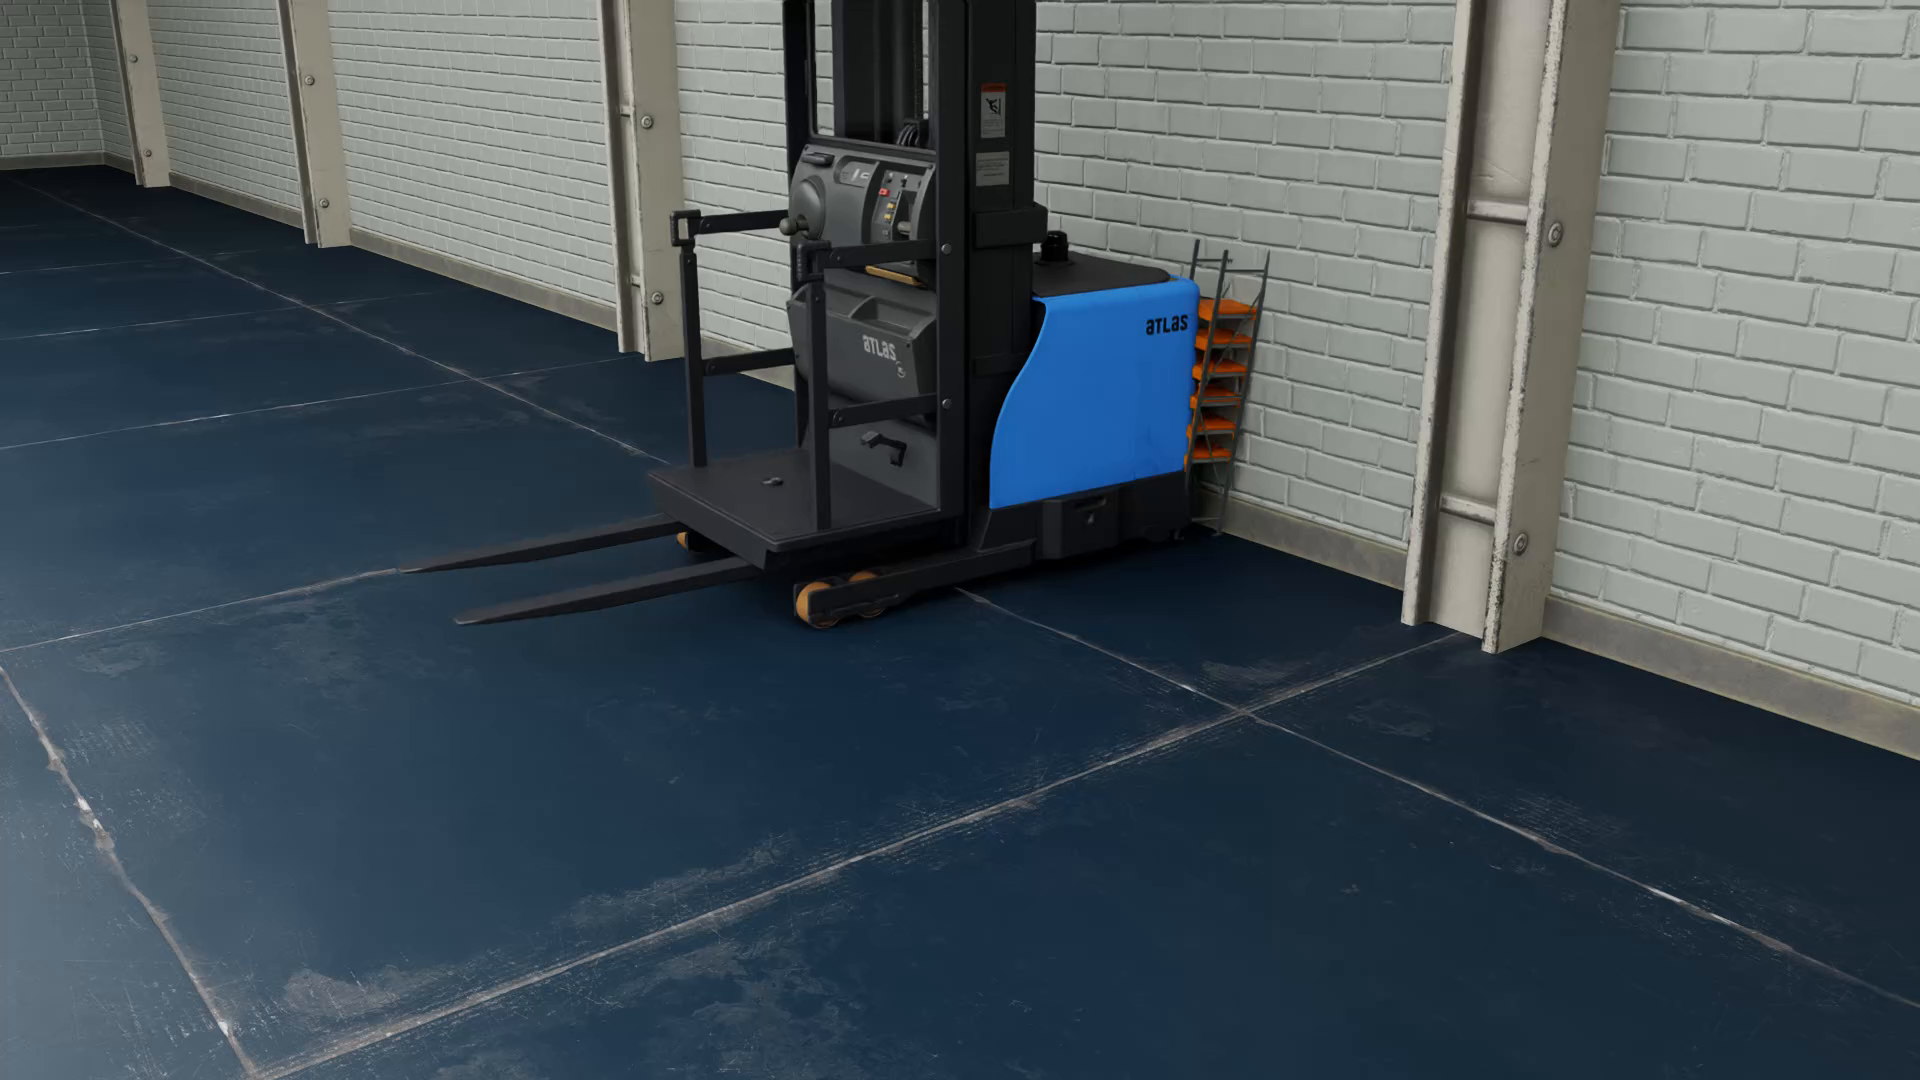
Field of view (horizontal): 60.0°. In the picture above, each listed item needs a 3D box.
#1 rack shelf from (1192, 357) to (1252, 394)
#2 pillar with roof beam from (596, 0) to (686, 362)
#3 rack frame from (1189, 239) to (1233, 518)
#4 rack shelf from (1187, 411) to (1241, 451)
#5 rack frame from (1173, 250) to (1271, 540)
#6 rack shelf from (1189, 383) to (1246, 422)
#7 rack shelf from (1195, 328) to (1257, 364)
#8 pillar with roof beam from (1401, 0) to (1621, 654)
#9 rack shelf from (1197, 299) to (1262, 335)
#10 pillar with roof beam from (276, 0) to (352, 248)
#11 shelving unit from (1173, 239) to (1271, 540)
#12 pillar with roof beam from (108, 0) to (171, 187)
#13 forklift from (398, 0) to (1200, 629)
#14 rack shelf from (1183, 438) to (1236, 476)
[{"bbox_3d":[1.014,-0.670,6.704,0.258,0.103,0.180,-5,24,-29],"label":"rack shelf"},{"bbox_3d":[-5.275,-4.598,6.434,9.100,9.000,0.400,-14,23,-36],"label":"pillar with roof beam"},{"bbox_3d":[0.961,-0.633,6.804,0.240,1.200,0.006,-5,24,-29],"label":"rack frame"},{"bbox_3d":[0.986,-0.447,6.789,0.258,0.103,0.180,-5,24,-29],"label":"rack shelf"},{"bbox_3d":[1.049,-0.567,6.658,0.240,1.200,0.006,-5,24,-29],"label":"rack frame"},{"bbox_3d":[1.000,-0.559,6.747,0.258,0.103,0.180,-5,24,-29],"label":"rack shelf"},{"bbox_3d":[1.028,-0.782,6.662,0.258,0.103,0.180,-5,24,-29],"label":"rack shelf"},{"bbox_3d":[-1.550,-3.120,1.969,9.100,9.000,0.400,-14,23,-36],"label":"pillar with roof beam"},{"bbox_3d":[1.041,-0.893,6.620,0.258,0.103,0.180,-5,24,-29],"label":"rack shelf"},{"bbox_3d":[-9.001,-6.077,10.899,9.100,9.000,0.400,-14,23,-36],"label":"pillar with roof beam"},{"bbox_3d":[1.005,-0.600,6.731,0.258,1.200,0.189,-5,24,-29],"label":"shelving unit"},{"bbox_3d":[-12.726,-7.555,15.364,9.100,9.000,0.400,-14,23,-36],"label":"pillar with roof beam"},{"bbox_3d":[-0.543,-1.263,6.015,3.031,2.935,1.130,-12,22,-32],"label":"forklift"},{"bbox_3d":[0.972,-0.336,6.831,0.258,0.103,0.180,-5,24,-29],"label":"rack shelf"}]
